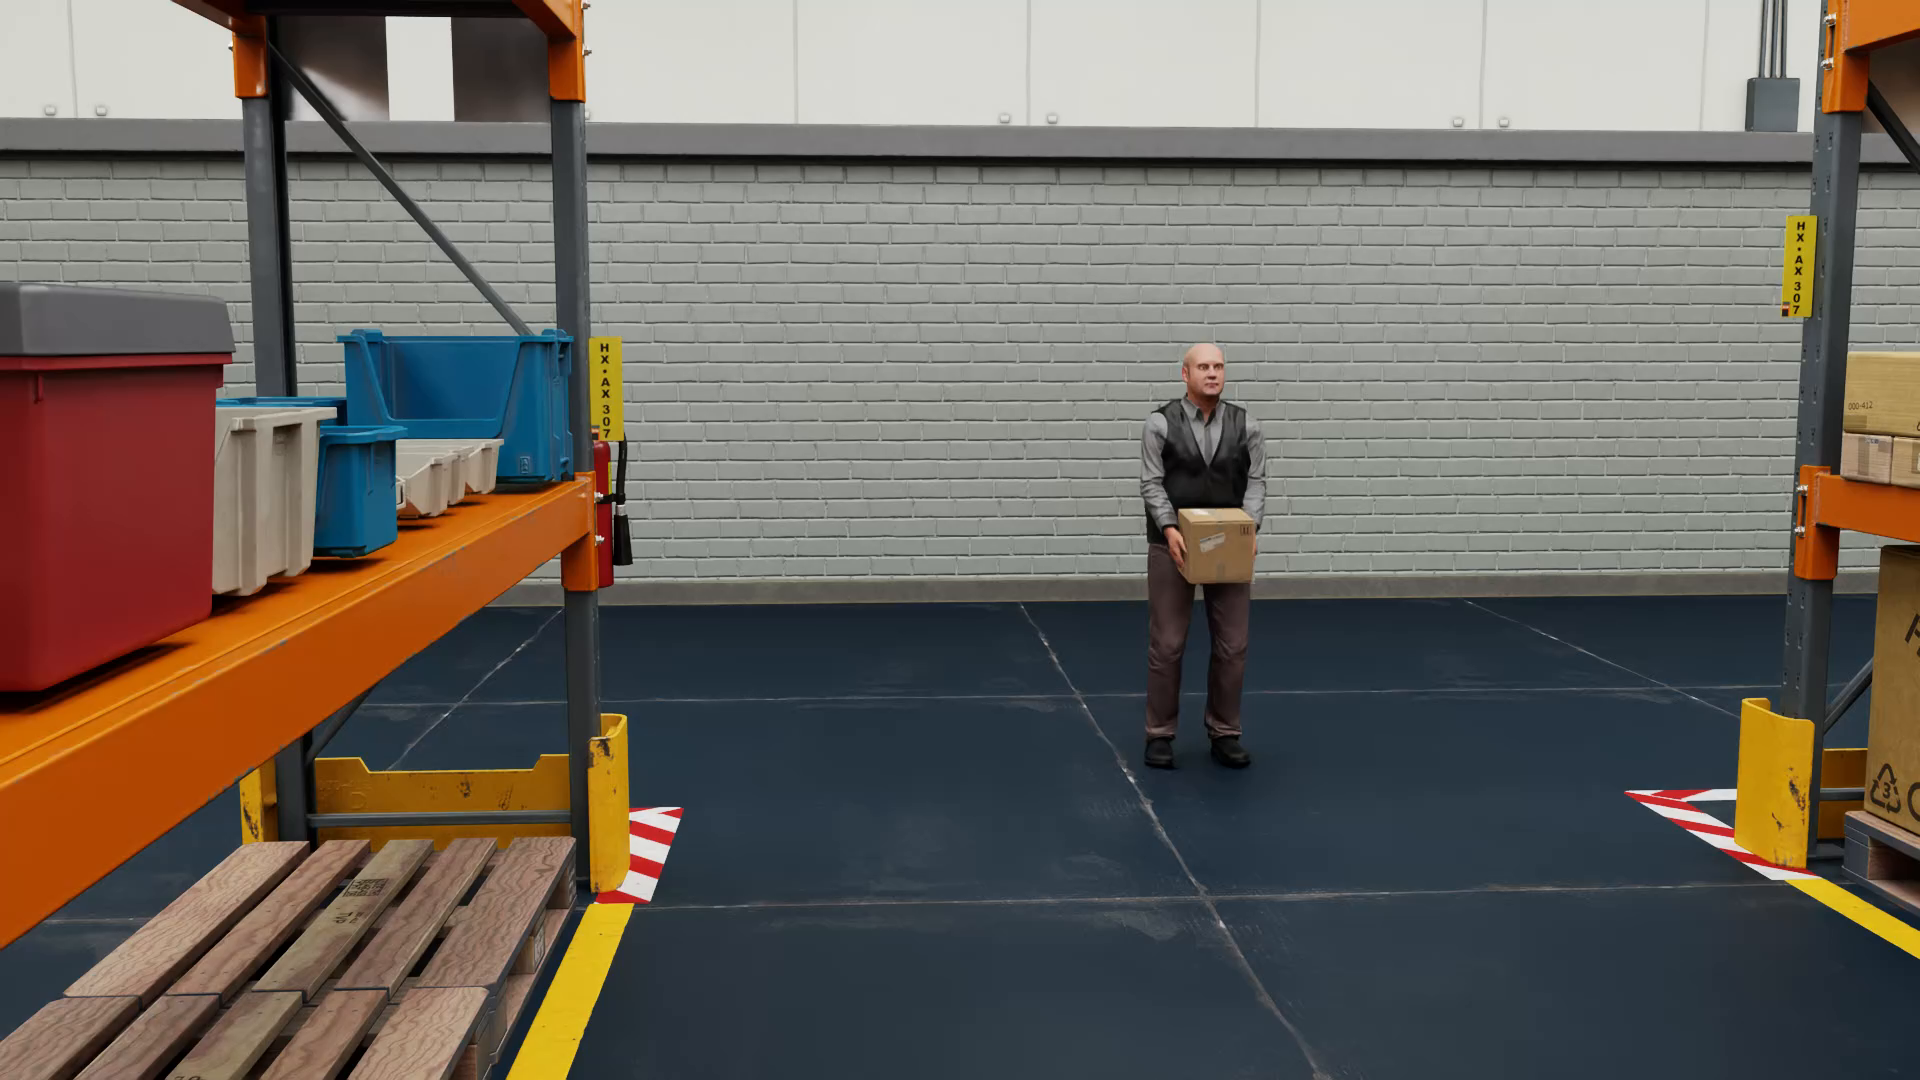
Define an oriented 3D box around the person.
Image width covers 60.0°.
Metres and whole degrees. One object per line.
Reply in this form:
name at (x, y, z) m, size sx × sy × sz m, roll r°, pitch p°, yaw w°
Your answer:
person at (0.998, 0.058, 6.826) m, size 0.544 × 1.728 × 0.482 m, roll -1°, pitch 7°, yaw -5°
